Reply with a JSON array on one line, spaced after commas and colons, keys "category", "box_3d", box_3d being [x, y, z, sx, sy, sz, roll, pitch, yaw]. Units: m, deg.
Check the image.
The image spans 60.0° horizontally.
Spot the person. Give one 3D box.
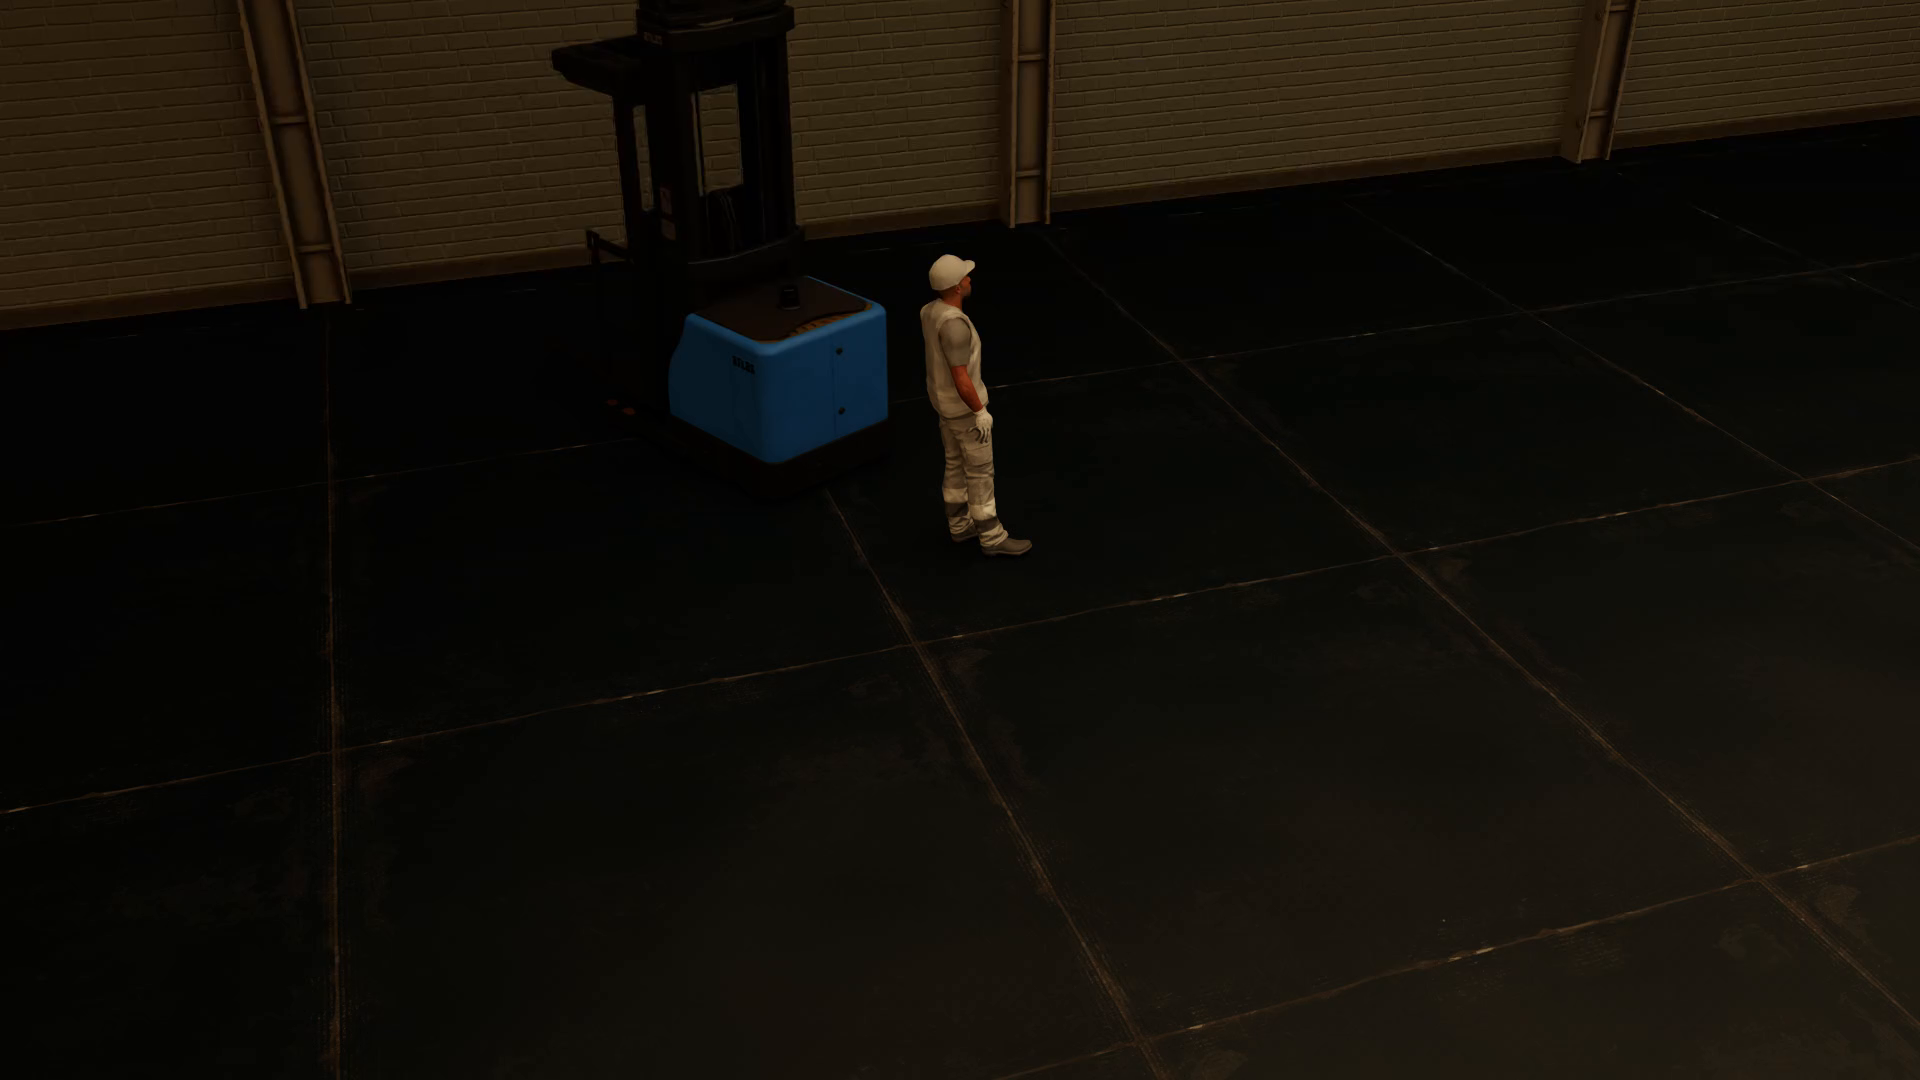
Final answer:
[{"category": "person", "box_3d": [0.081, -0.789, 9.590, 0.561, 1.790, 0.638, -10, 31, -16]}]

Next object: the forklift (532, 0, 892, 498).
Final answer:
[{"category": "forklift", "box_3d": [-1.841, -2.164, 10.848, 1.130, 2.935, 3.031, -26, 39, -37]}]
